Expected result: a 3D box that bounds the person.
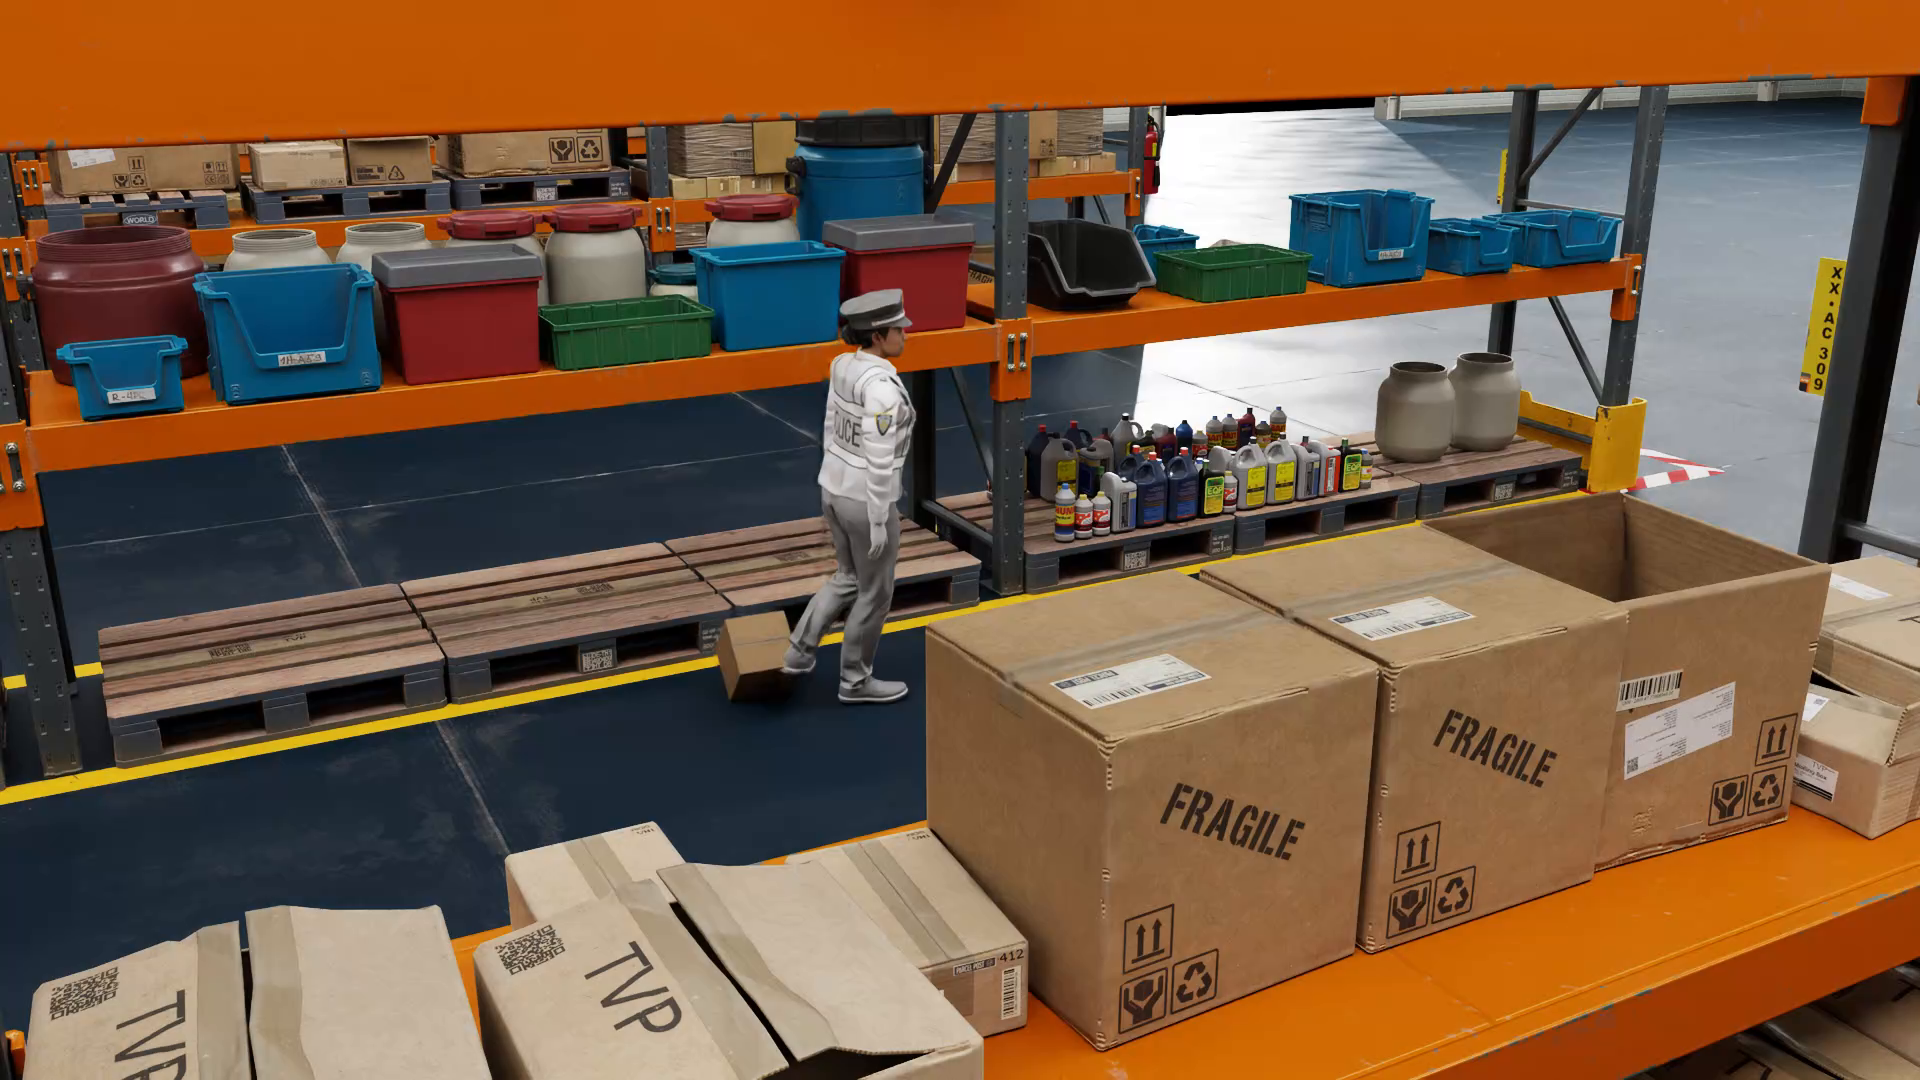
[{"bbox_3d":[-0.450,-0.140,6.453,0.541,1.667,0.533,-10,21,-26],"label":"person"}]
